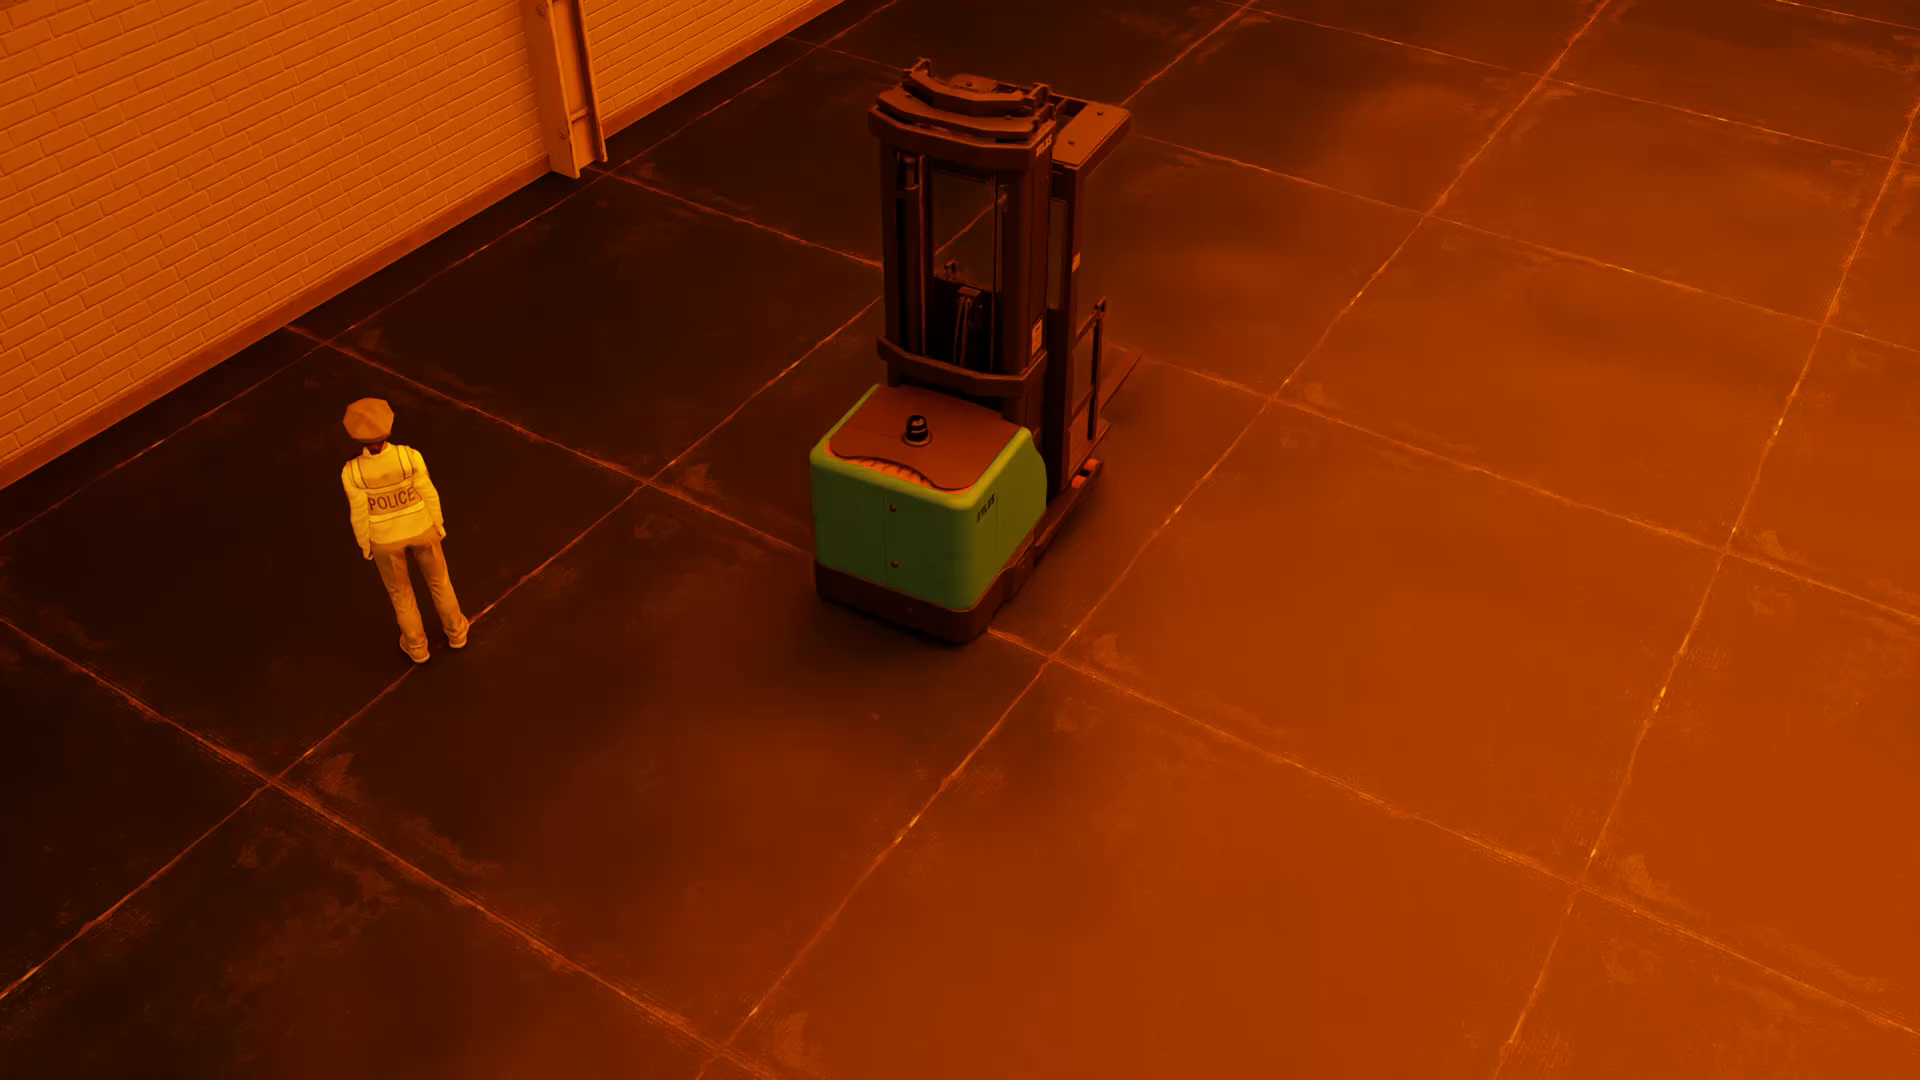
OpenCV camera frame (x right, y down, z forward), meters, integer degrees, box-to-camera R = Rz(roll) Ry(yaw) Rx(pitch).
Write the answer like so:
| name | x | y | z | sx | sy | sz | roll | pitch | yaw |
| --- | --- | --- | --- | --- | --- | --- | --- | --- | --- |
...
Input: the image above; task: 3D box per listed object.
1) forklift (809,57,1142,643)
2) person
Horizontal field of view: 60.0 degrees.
| name | x | y | z | sx | sy | sz | roll | pitch | yaw |
| --- | --- | --- | --- | --- | --- | --- | --- | --- | --- |
| forklift | 0.266 | -1.482 | 9.716 | 1.130 | 2.935 | 3.031 | 18 | 44 | 20 |
| person | -3.019 | -0.044 | 8.982 | 0.463 | 1.692 | 0.339 | -18 | 44 | -20 |
